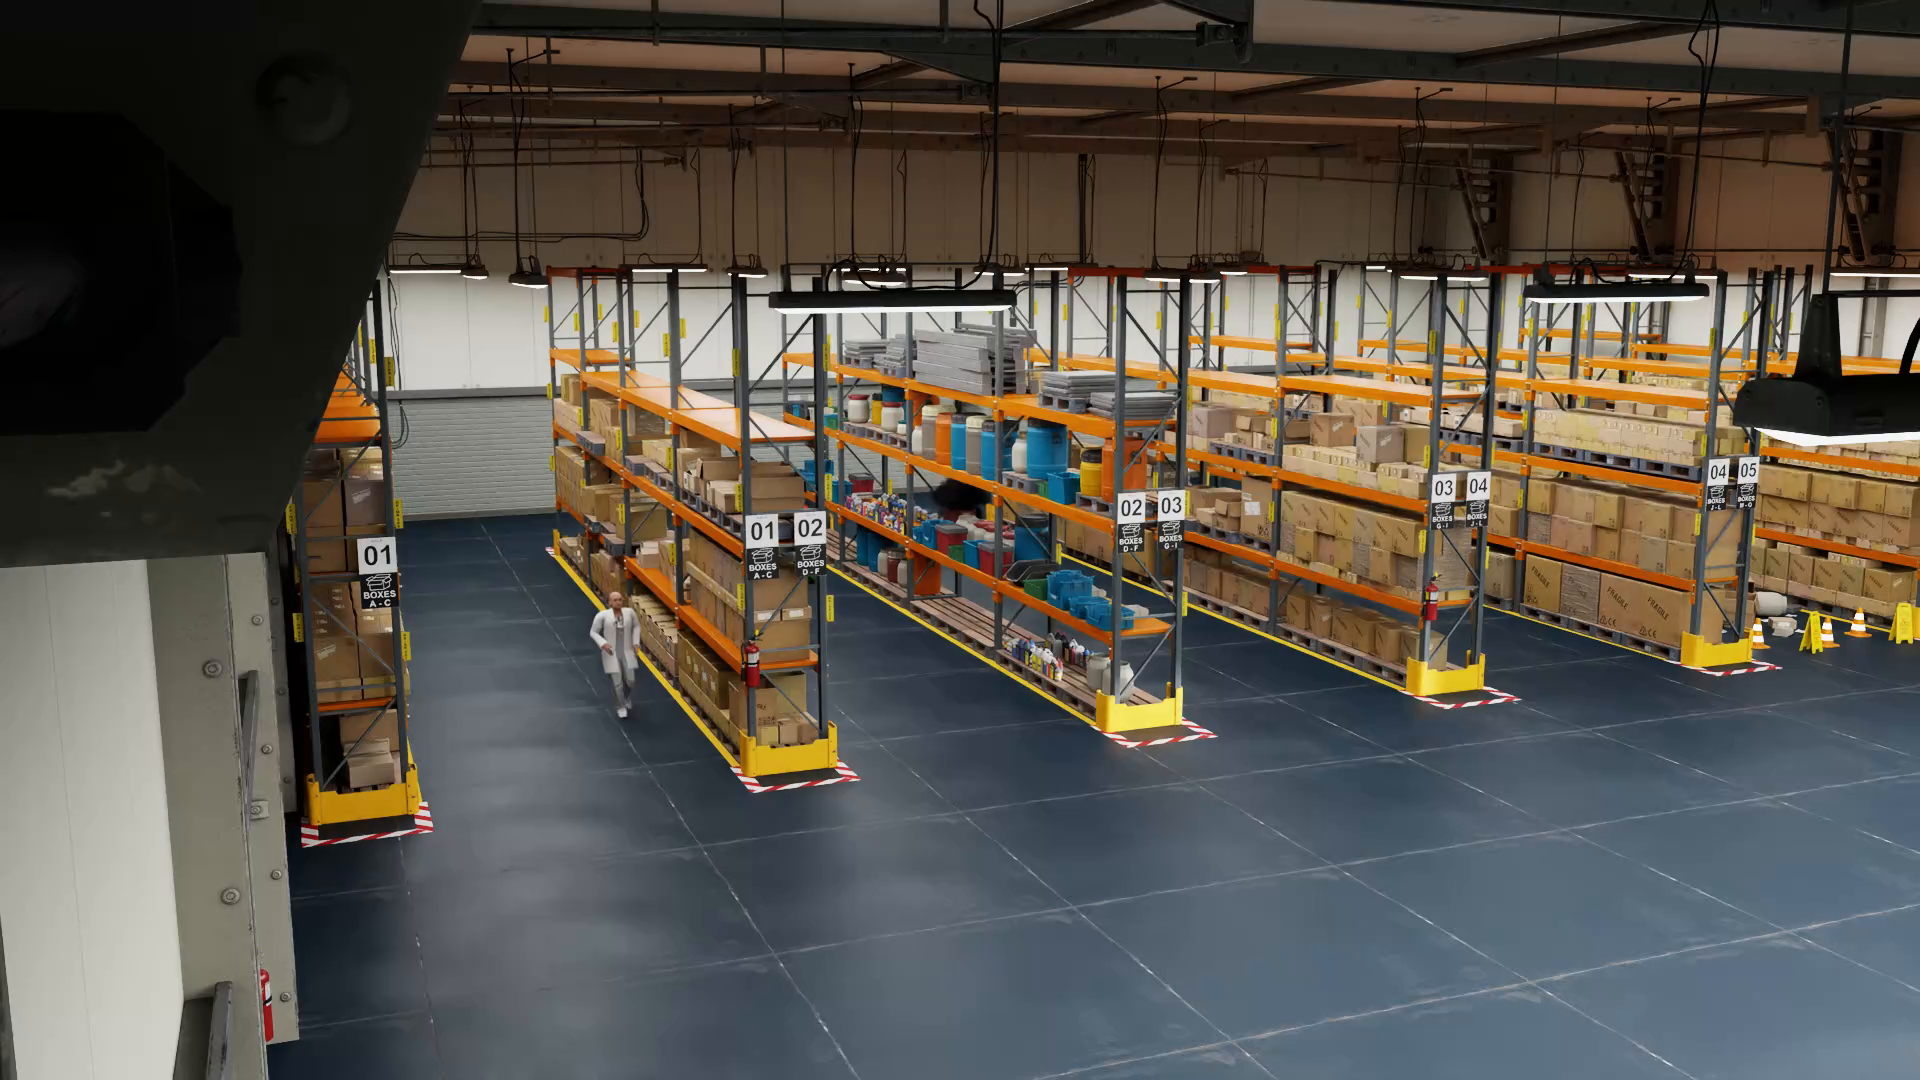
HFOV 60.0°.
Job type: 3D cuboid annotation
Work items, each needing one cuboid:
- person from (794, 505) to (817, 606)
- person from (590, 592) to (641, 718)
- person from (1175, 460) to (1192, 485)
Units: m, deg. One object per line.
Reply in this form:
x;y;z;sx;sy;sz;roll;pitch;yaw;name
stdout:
-2.631;0.268;28.410;0.655;1.776;0.678;-3;10;-16;person
-4.675;1.558;22.696;0.715;1.740;0.633;-4;11;-22;person
5.648;-1.730;41.531;0.732;1.631;0.654;-1;10;-8;person
